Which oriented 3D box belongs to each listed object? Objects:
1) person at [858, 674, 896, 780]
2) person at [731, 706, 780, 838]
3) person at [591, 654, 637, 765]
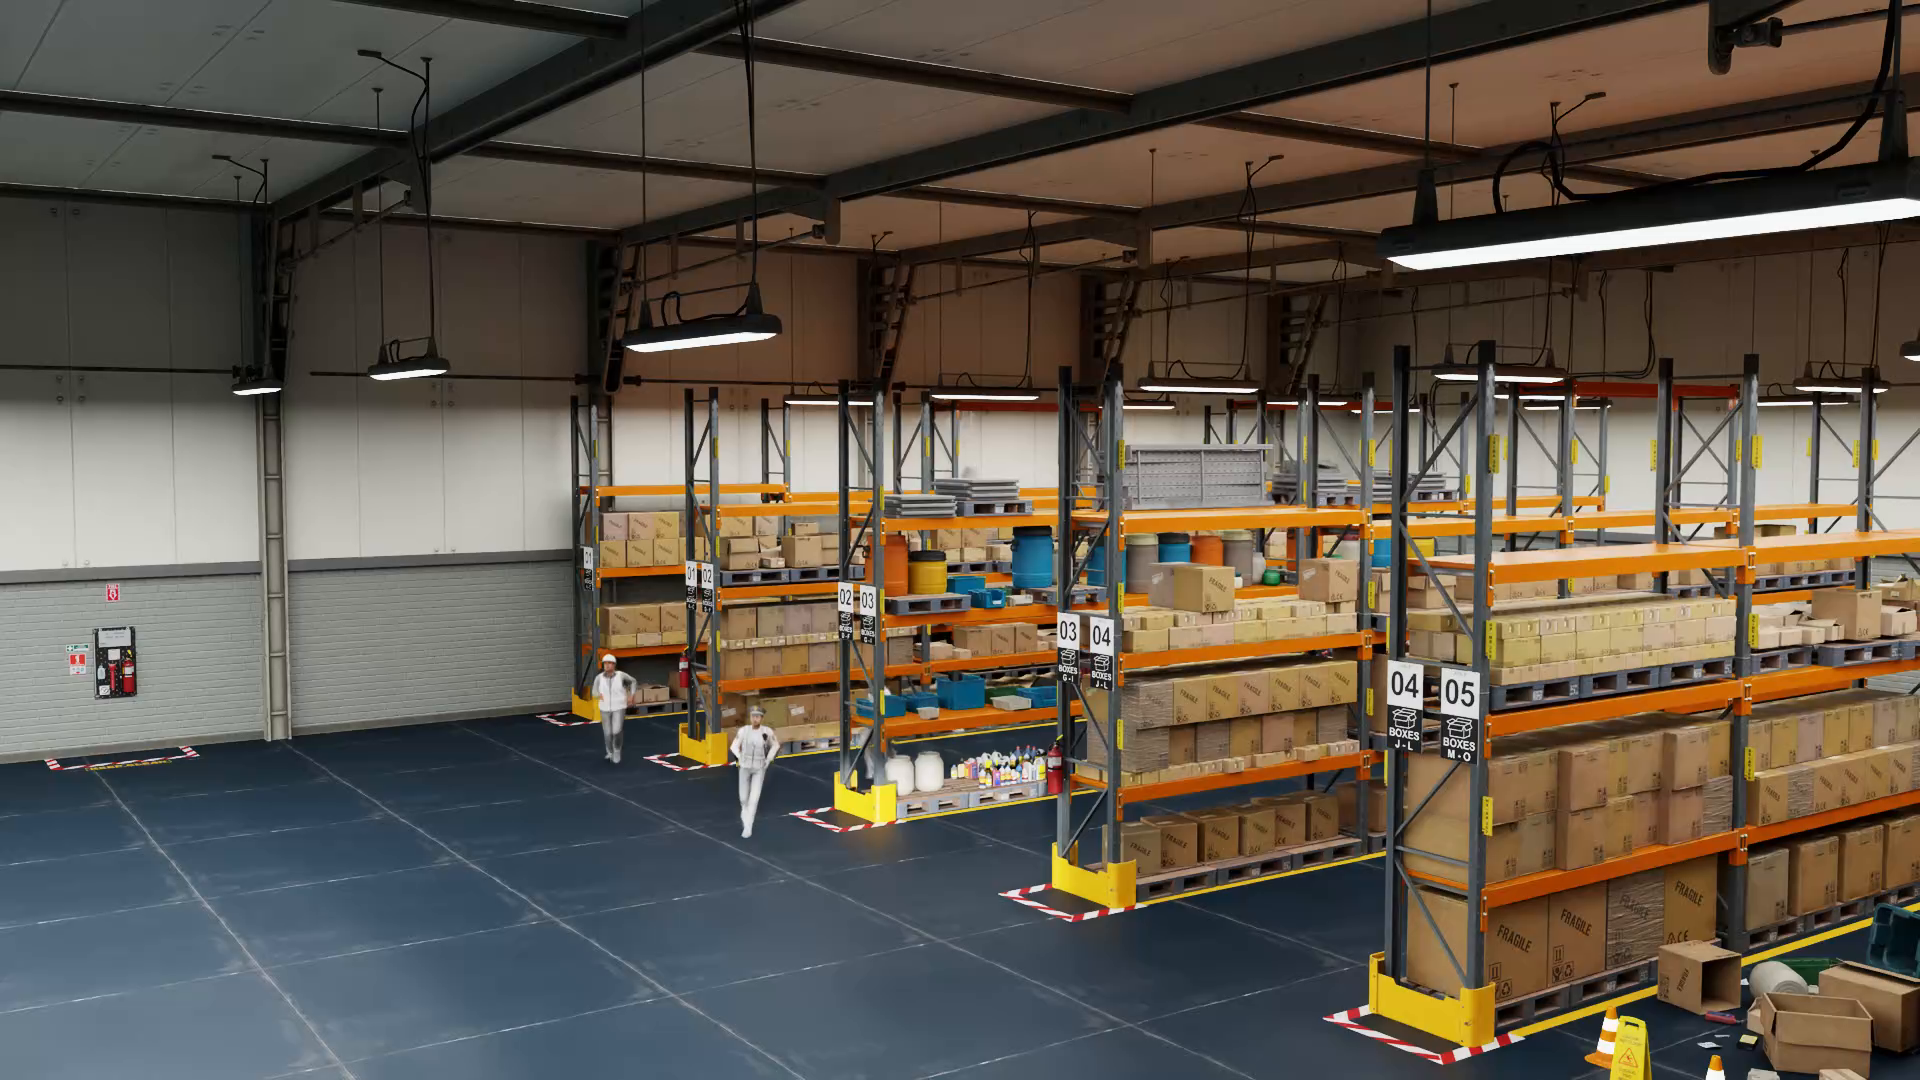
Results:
[{"bbox_3d":[-1.202,2.811,25.306,0.559,1.716,0.739,3,5,43],"label":"person"},{"bbox_3d":[-2.705,3.016,21.956,0.629,1.692,0.801,0,3,-1],"label":"person"},{"bbox_3d":[-5.514,2.685,26.443,0.664,1.753,0.851,0,3,1],"label":"person"}]
